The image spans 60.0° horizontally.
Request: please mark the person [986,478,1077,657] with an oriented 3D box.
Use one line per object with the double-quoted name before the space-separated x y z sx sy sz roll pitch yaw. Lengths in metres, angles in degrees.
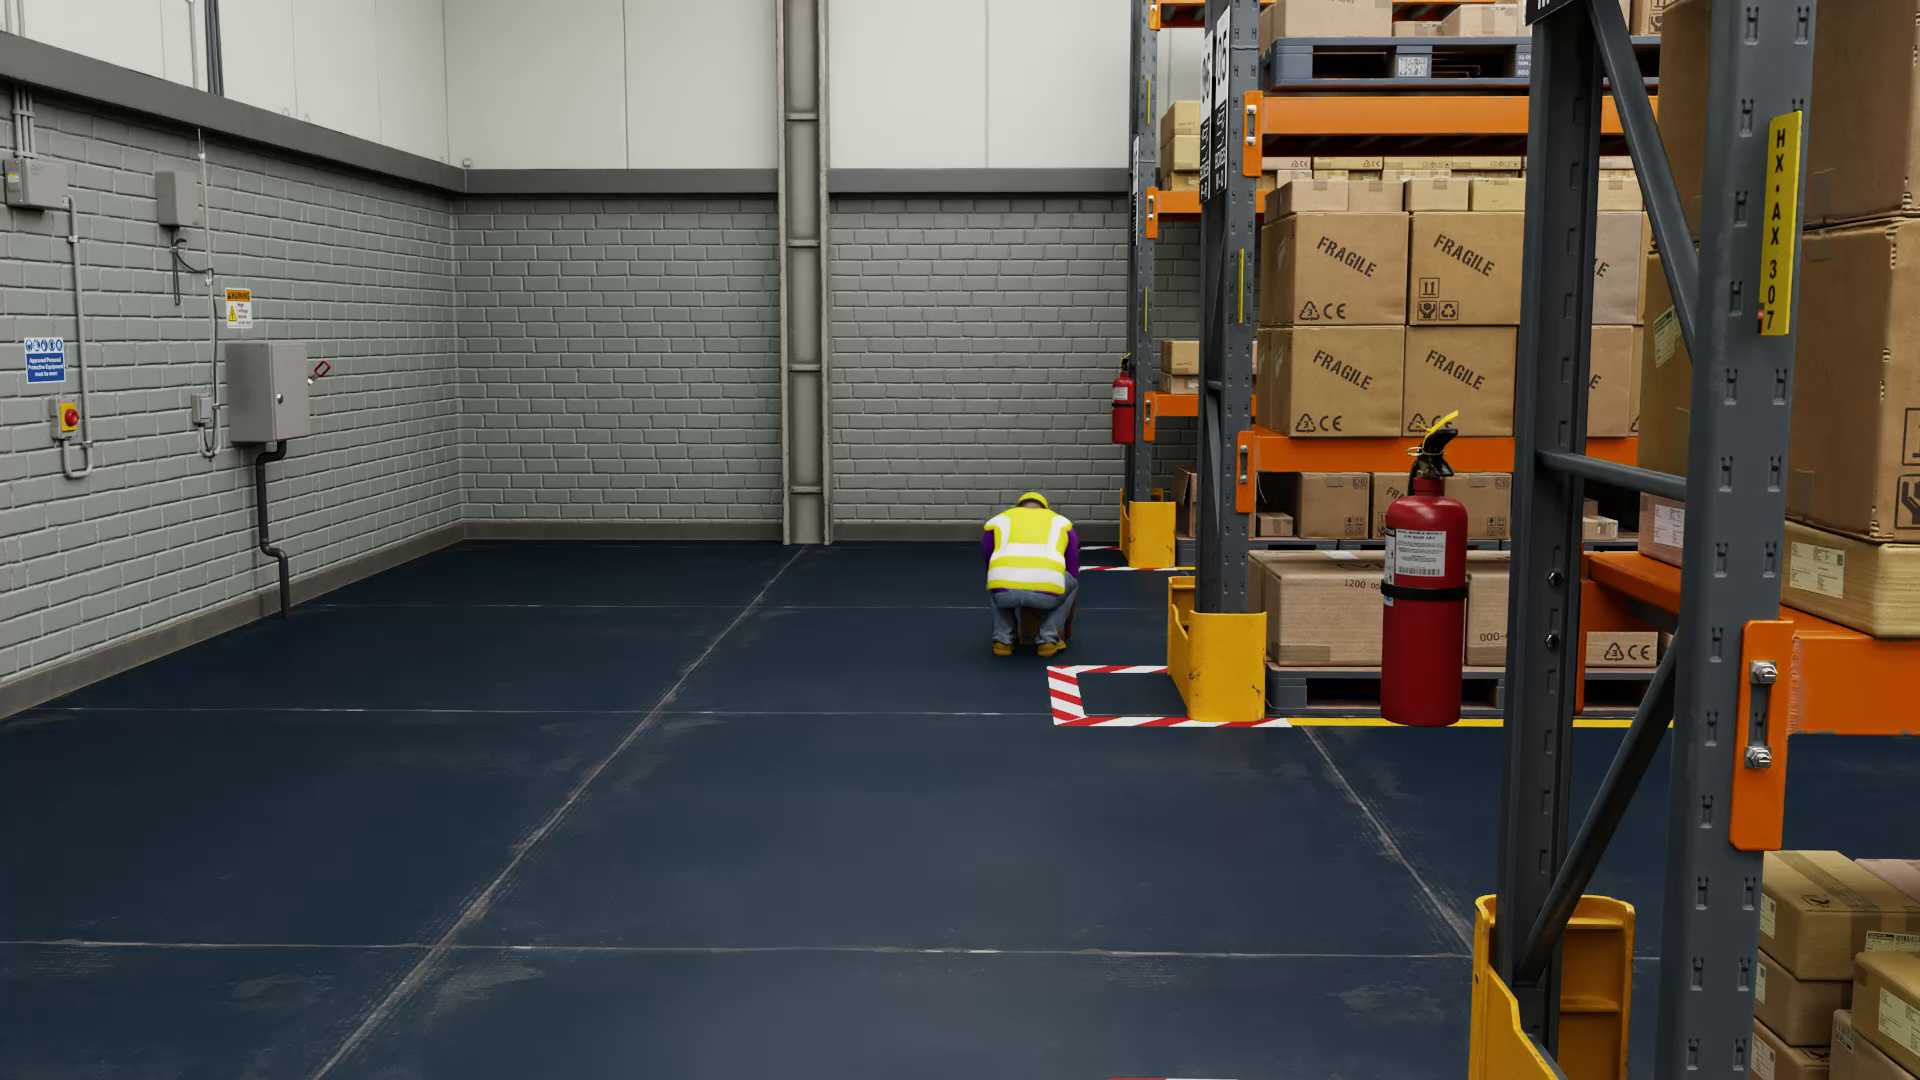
"person" 0.402 0.118 9.361 0.496 0.981 0.973 1 7 10
